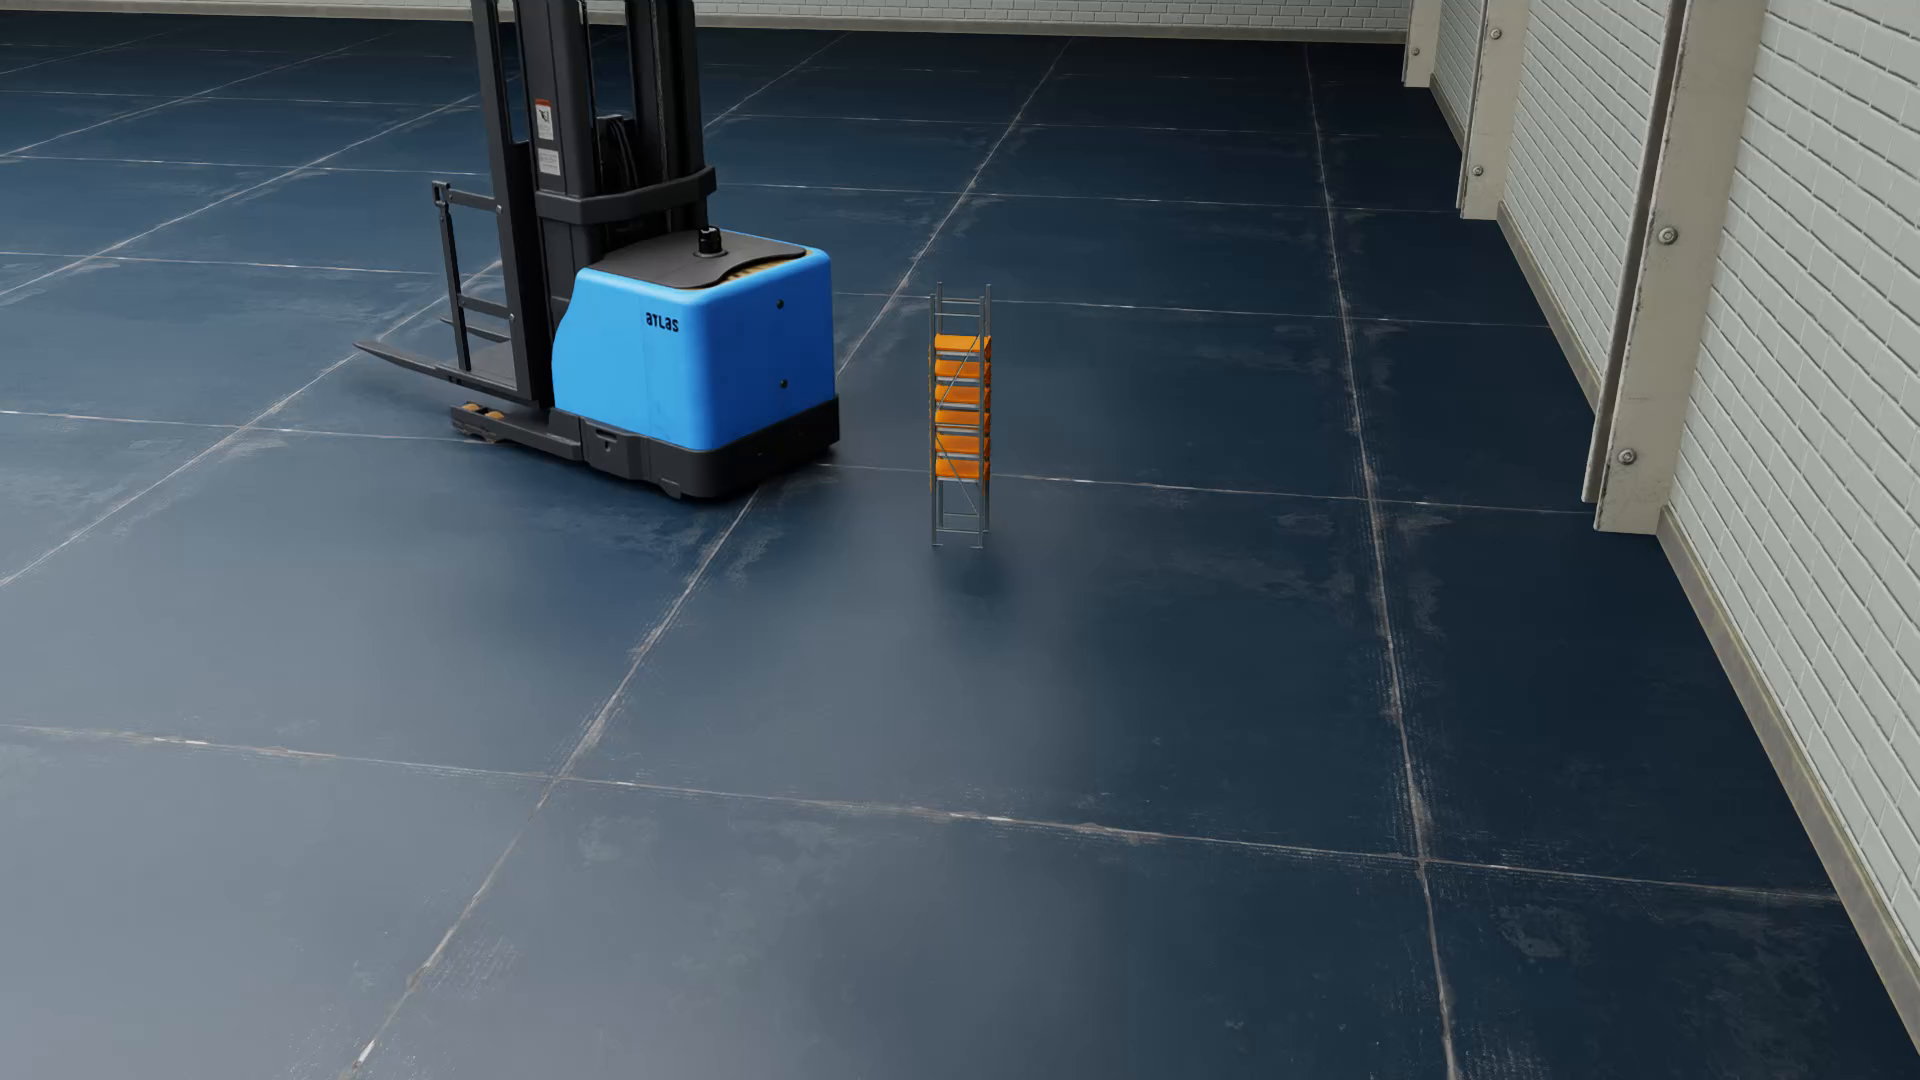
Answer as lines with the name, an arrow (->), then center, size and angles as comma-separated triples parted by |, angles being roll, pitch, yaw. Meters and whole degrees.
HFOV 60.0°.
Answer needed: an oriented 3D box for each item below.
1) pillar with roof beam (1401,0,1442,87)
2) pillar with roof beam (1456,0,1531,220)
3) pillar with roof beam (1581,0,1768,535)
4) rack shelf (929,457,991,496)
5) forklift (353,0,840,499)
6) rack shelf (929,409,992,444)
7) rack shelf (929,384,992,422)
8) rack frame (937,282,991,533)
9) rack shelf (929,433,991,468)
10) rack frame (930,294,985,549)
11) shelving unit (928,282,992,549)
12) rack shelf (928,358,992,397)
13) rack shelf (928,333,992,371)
pillar with roof beam -> 0.897, -9.509, 17.450 | 9.100, 9.000, 0.400 | 4, 25, 9
pillar with roof beam -> -0.084, -7.000, 12.089 | 9.100, 9.000, 0.400 | 4, 25, 9
pillar with roof beam -> -1.065, -4.490, 6.728 | 9.100, 9.000, 0.400 | 4, 25, 9
rack shelf -> 0.002, -0.292, 7.629 | 0.258, 0.103, 0.180 | 4, 25, 9
forklift -> -2.119, -2.006, 8.579 | 3.031, 2.935, 1.130 | 17, 30, 32
rack shelf -> 0.002, -0.509, 7.527 | 0.258, 0.103, 0.180 | 4, 25, 9
rack shelf -> 0.002, -0.618, 7.477 | 0.258, 0.103, 0.180 | 4, 25, 9
rack frame -> 0.017, -0.588, 7.590 | 0.240, 1.200, 0.006 | 4, 25, 9
rack shelf -> 0.002, -0.401, 7.578 | 0.258, 0.103, 0.180 | 4, 25, 9
rack frame -> -0.013, -0.511, 7.427 | 0.240, 1.200, 0.006 | 4, 25, 9
shelving unit -> 0.002, -0.549, 7.509 | 0.258, 1.200, 0.189 | 4, 25, 9
rack shelf -> 0.002, -0.727, 7.426 | 0.258, 0.103, 0.180 | 4, 25, 9
rack shelf -> 0.002, -0.835, 7.375 | 0.258, 0.103, 0.180 | 4, 25, 9
